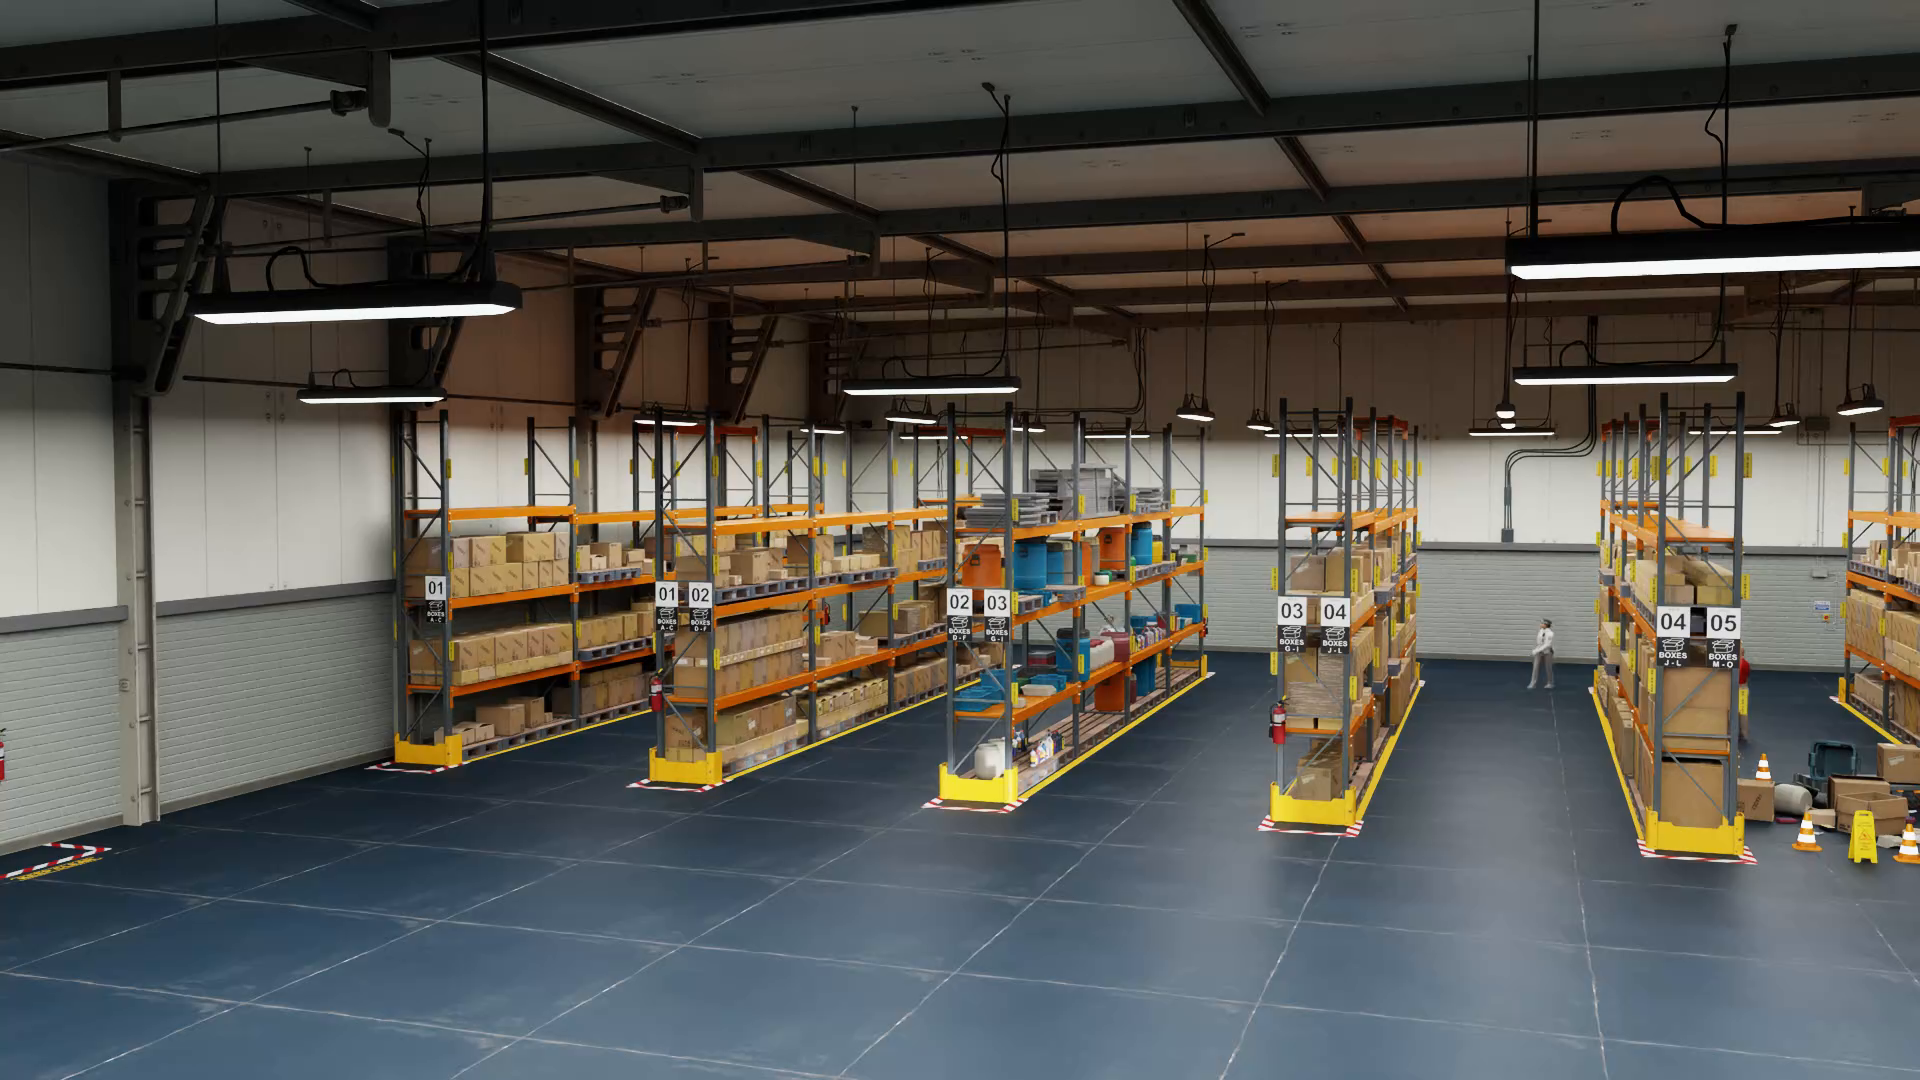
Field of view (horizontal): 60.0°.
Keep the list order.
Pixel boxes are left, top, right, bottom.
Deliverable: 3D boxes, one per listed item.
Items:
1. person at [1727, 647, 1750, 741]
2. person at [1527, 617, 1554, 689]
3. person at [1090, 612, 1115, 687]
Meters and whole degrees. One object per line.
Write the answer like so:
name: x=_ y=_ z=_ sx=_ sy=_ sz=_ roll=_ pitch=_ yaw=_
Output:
person: x=14.312 y=2.832 z=30.639 sx=0.571 sy=1.735 sz=0.407 roll=-1 pitch=3 yaw=-20
person: x=13.161 y=2.559 z=37.487 sx=0.419 sy=1.641 sz=0.961 roll=2 pitch=3 yaw=45
person: x=3.329 y=2.505 z=37.980 sx=0.507 sy=1.720 sz=0.978 roll=2 pitch=3 yaw=42
